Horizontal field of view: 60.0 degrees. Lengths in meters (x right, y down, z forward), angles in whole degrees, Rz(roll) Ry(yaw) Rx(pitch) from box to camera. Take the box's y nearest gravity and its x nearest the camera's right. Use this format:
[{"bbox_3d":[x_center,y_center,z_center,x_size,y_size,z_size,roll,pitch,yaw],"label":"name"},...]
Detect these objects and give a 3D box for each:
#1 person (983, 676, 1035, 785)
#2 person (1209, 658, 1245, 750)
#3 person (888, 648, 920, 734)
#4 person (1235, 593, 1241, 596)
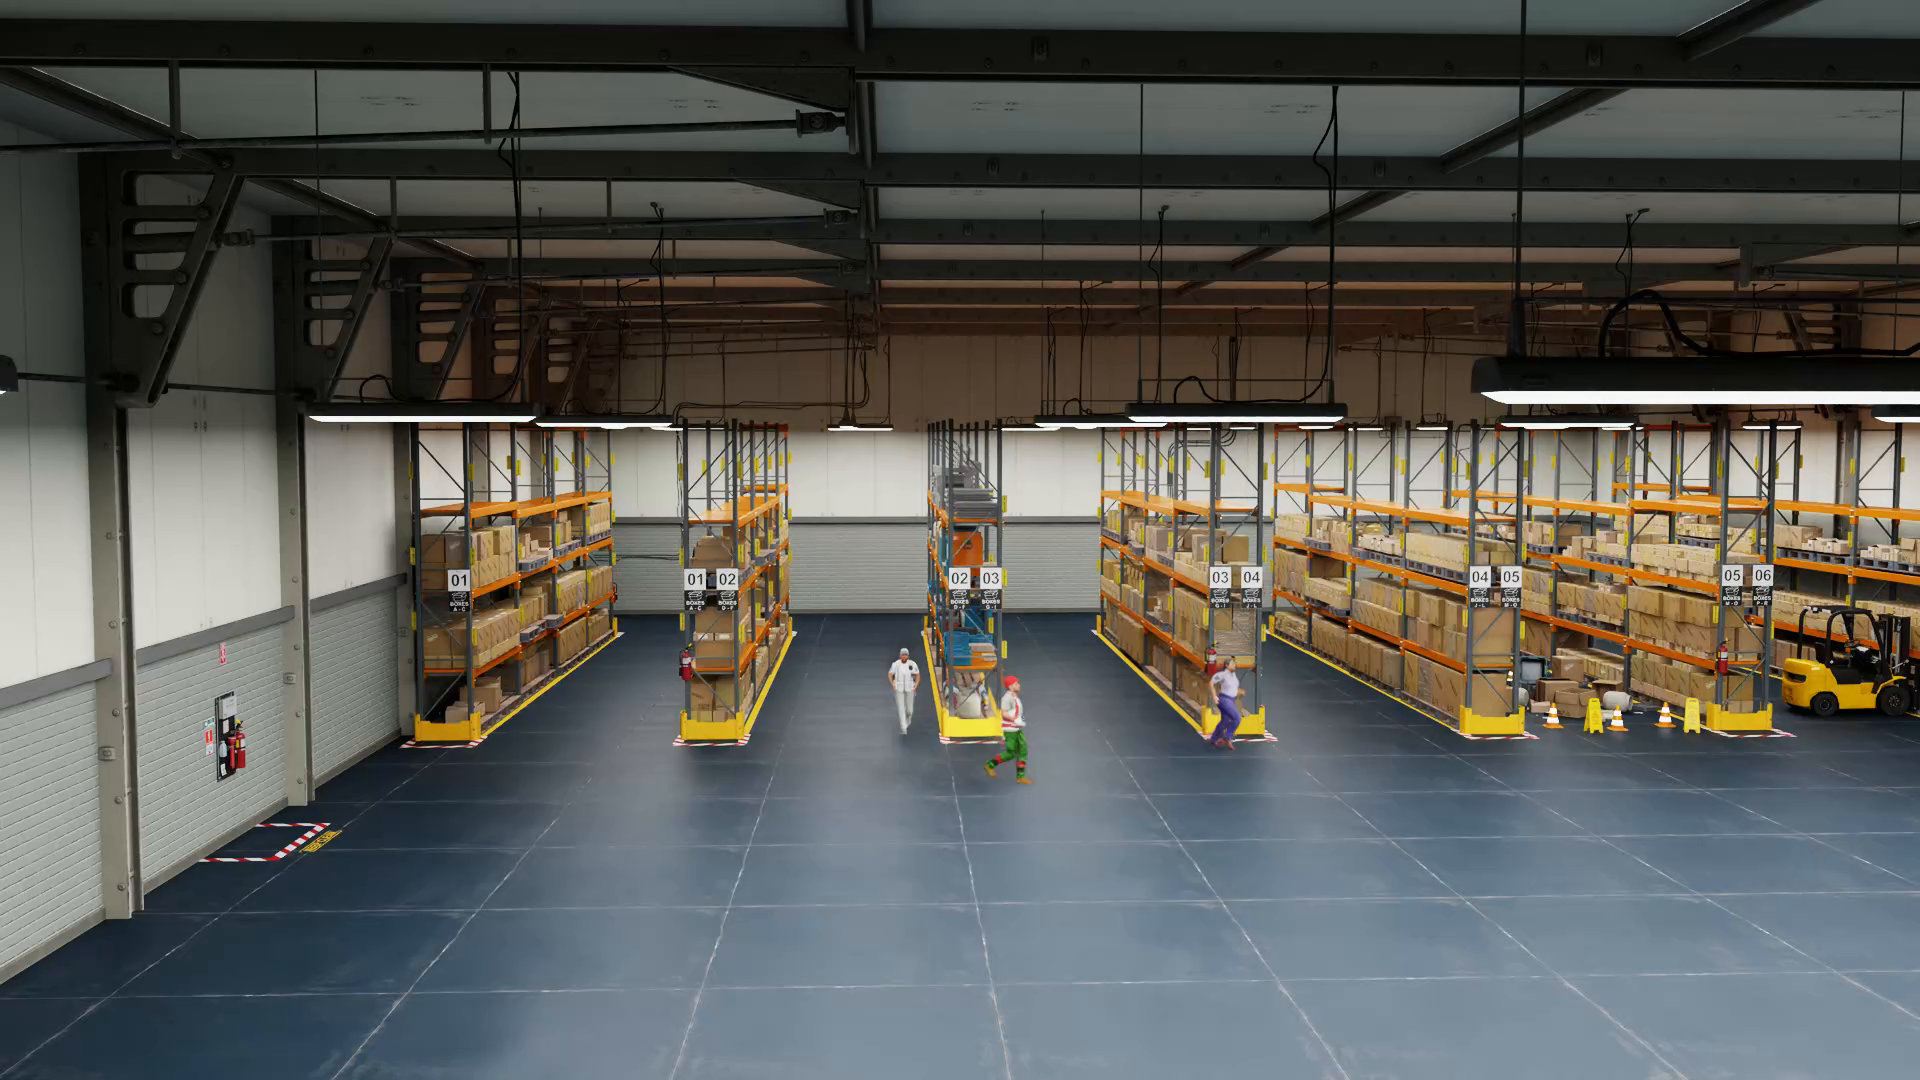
[{"bbox_3d":[0.803,3.102,27.168,0.854,1.775,0.661,1,4,17],"label":"person"},{"bbox_3d":[4.873,2.963,30.263,0.652,1.621,0.591,2,4,34],"label":"person"},{"bbox_3d":[-1.077,2.877,31.918,0.622,1.637,0.620,0,4,-3],"label":"person"},{"bbox_3d":[7.781,1.828,47.780,0.689,1.703,0.775,3,5,38],"label":"person"}]
